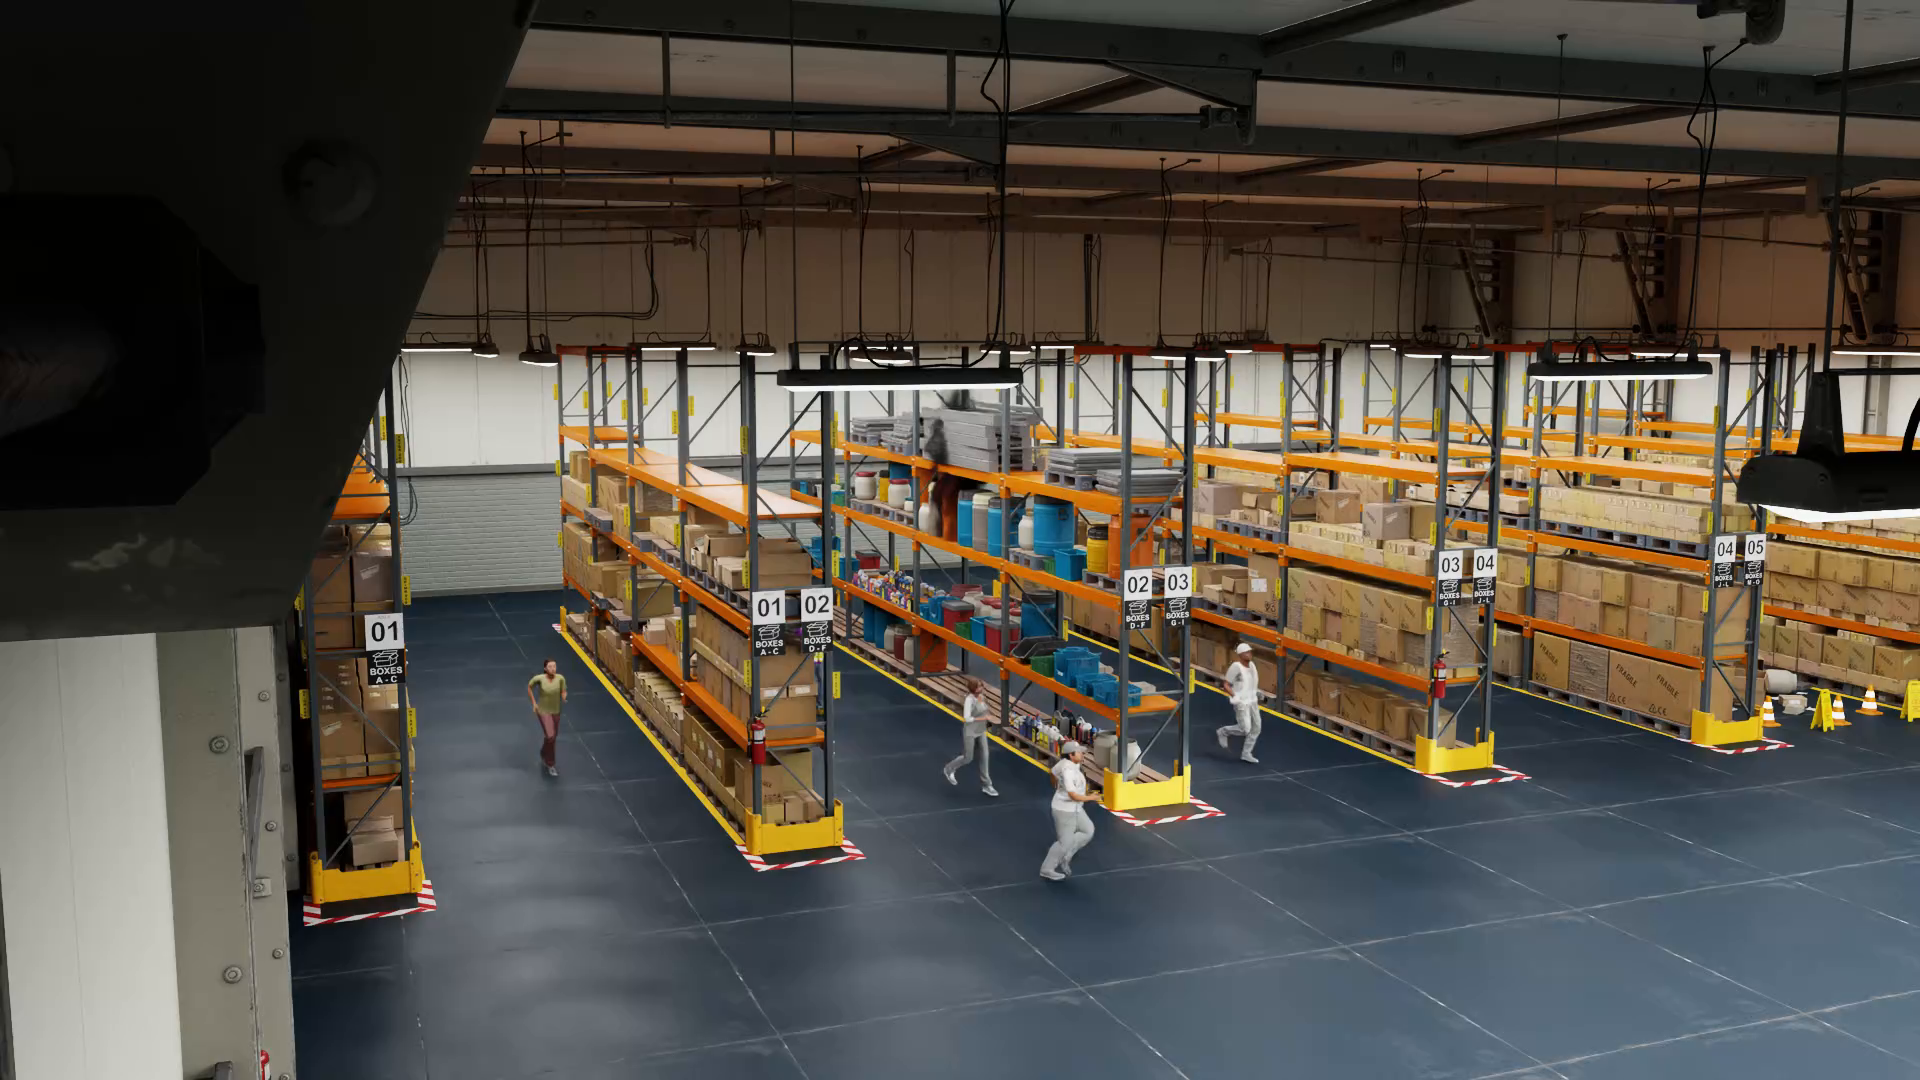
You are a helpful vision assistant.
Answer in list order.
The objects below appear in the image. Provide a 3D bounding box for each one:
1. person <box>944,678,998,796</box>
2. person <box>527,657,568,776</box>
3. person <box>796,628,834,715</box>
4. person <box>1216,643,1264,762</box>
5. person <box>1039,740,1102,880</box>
[{"bbox_3d":[0.165,2.648,22.661,0.881,1.586,0.537,5,9,37],"label":"person"},{"bbox_3d":[-5.889,2.509,23.833,0.514,1.710,0.821,-6,9,-38],"label":"person"},{"bbox_3d":[-2.411,2.001,27.408,0.714,1.733,0.791,-5,9,-32],"label":"person"},{"bbox_3d":[4.150,2.377,24.483,0.697,1.744,0.703,-7,10,-44],"label":"person"},{"bbox_3d":[1.275,3.094,19.105,0.718,1.625,0.577,1,7,5],"label":"person"}]
